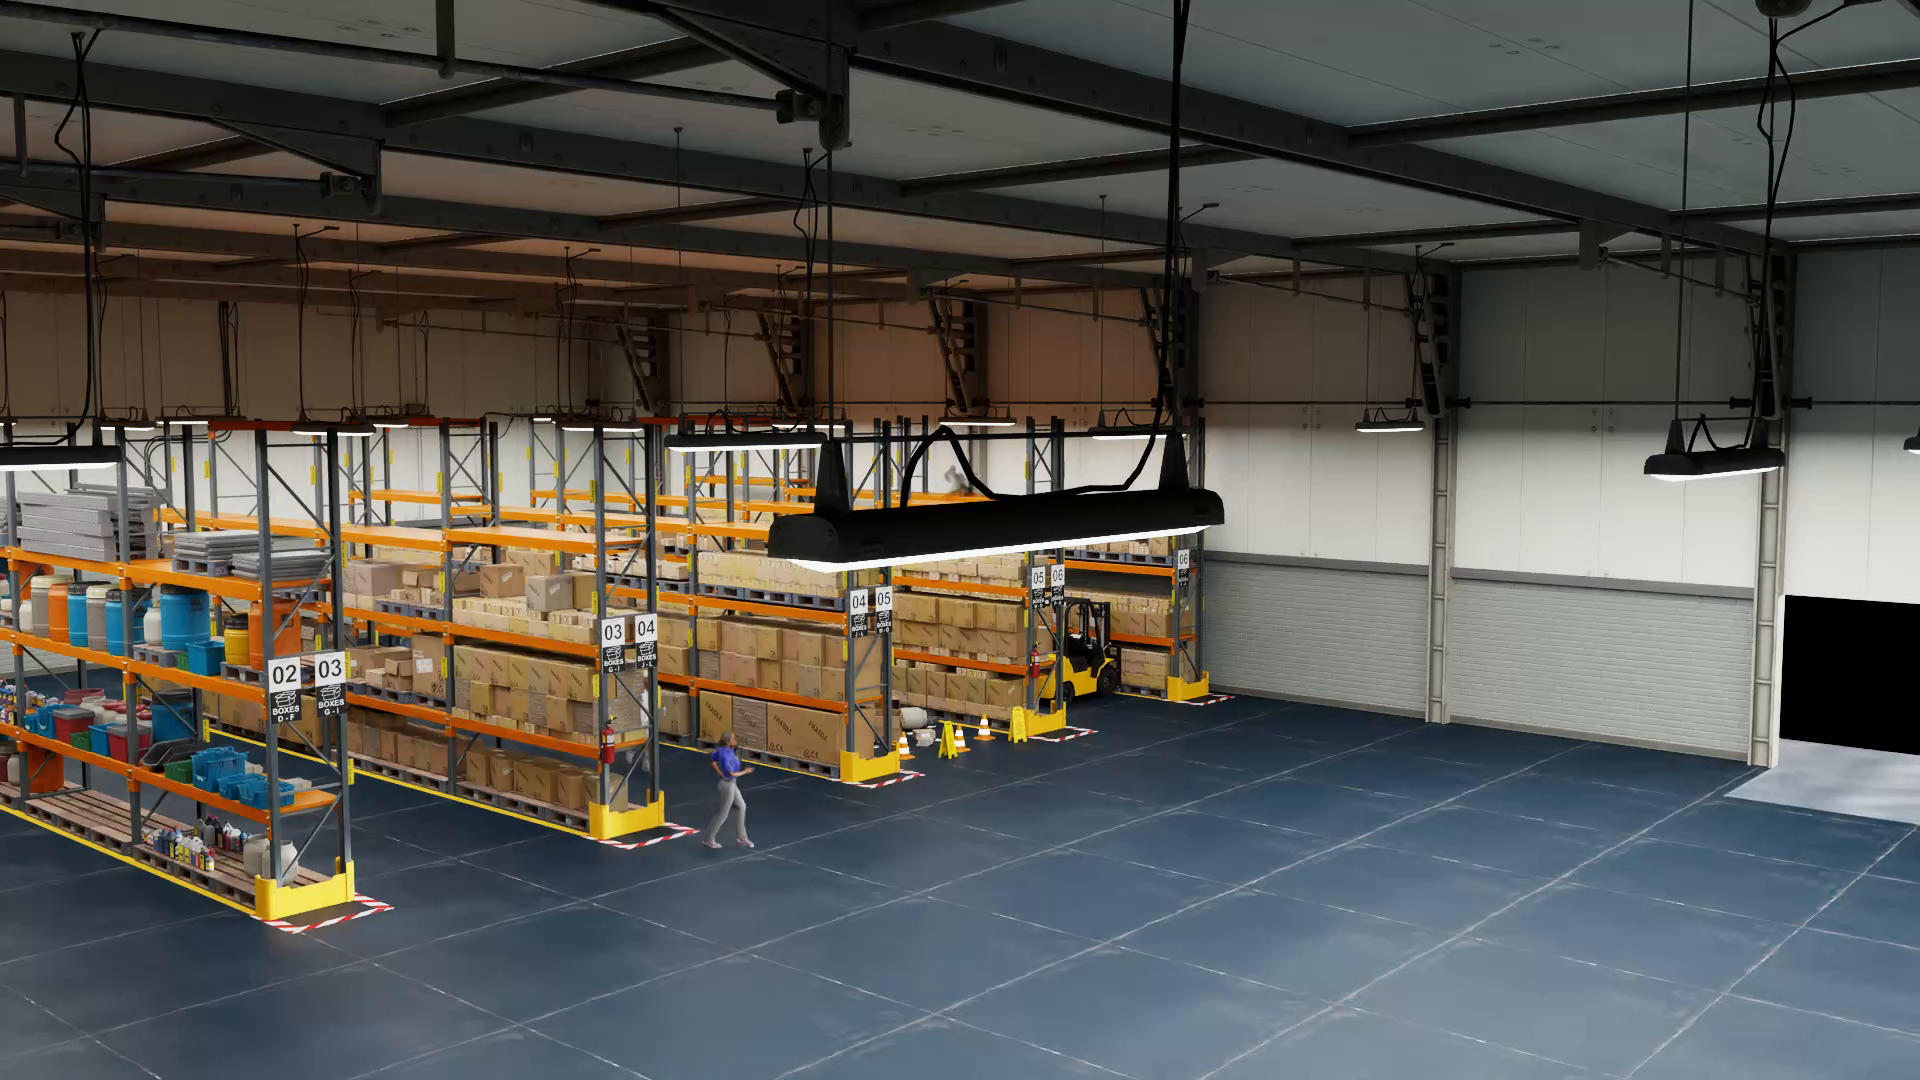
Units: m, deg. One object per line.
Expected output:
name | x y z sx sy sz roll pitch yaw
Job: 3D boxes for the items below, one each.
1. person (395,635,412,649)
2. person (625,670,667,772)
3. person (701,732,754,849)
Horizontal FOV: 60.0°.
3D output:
person | -13.529 2.109 40.462 0.695 1.720 0.593 4 6 41
person | -5.389 3.095 28.551 0.644 1.751 0.652 3 6 32
person | -3.283 3.545 23.471 0.749 1.704 0.588 -1 5 -11
